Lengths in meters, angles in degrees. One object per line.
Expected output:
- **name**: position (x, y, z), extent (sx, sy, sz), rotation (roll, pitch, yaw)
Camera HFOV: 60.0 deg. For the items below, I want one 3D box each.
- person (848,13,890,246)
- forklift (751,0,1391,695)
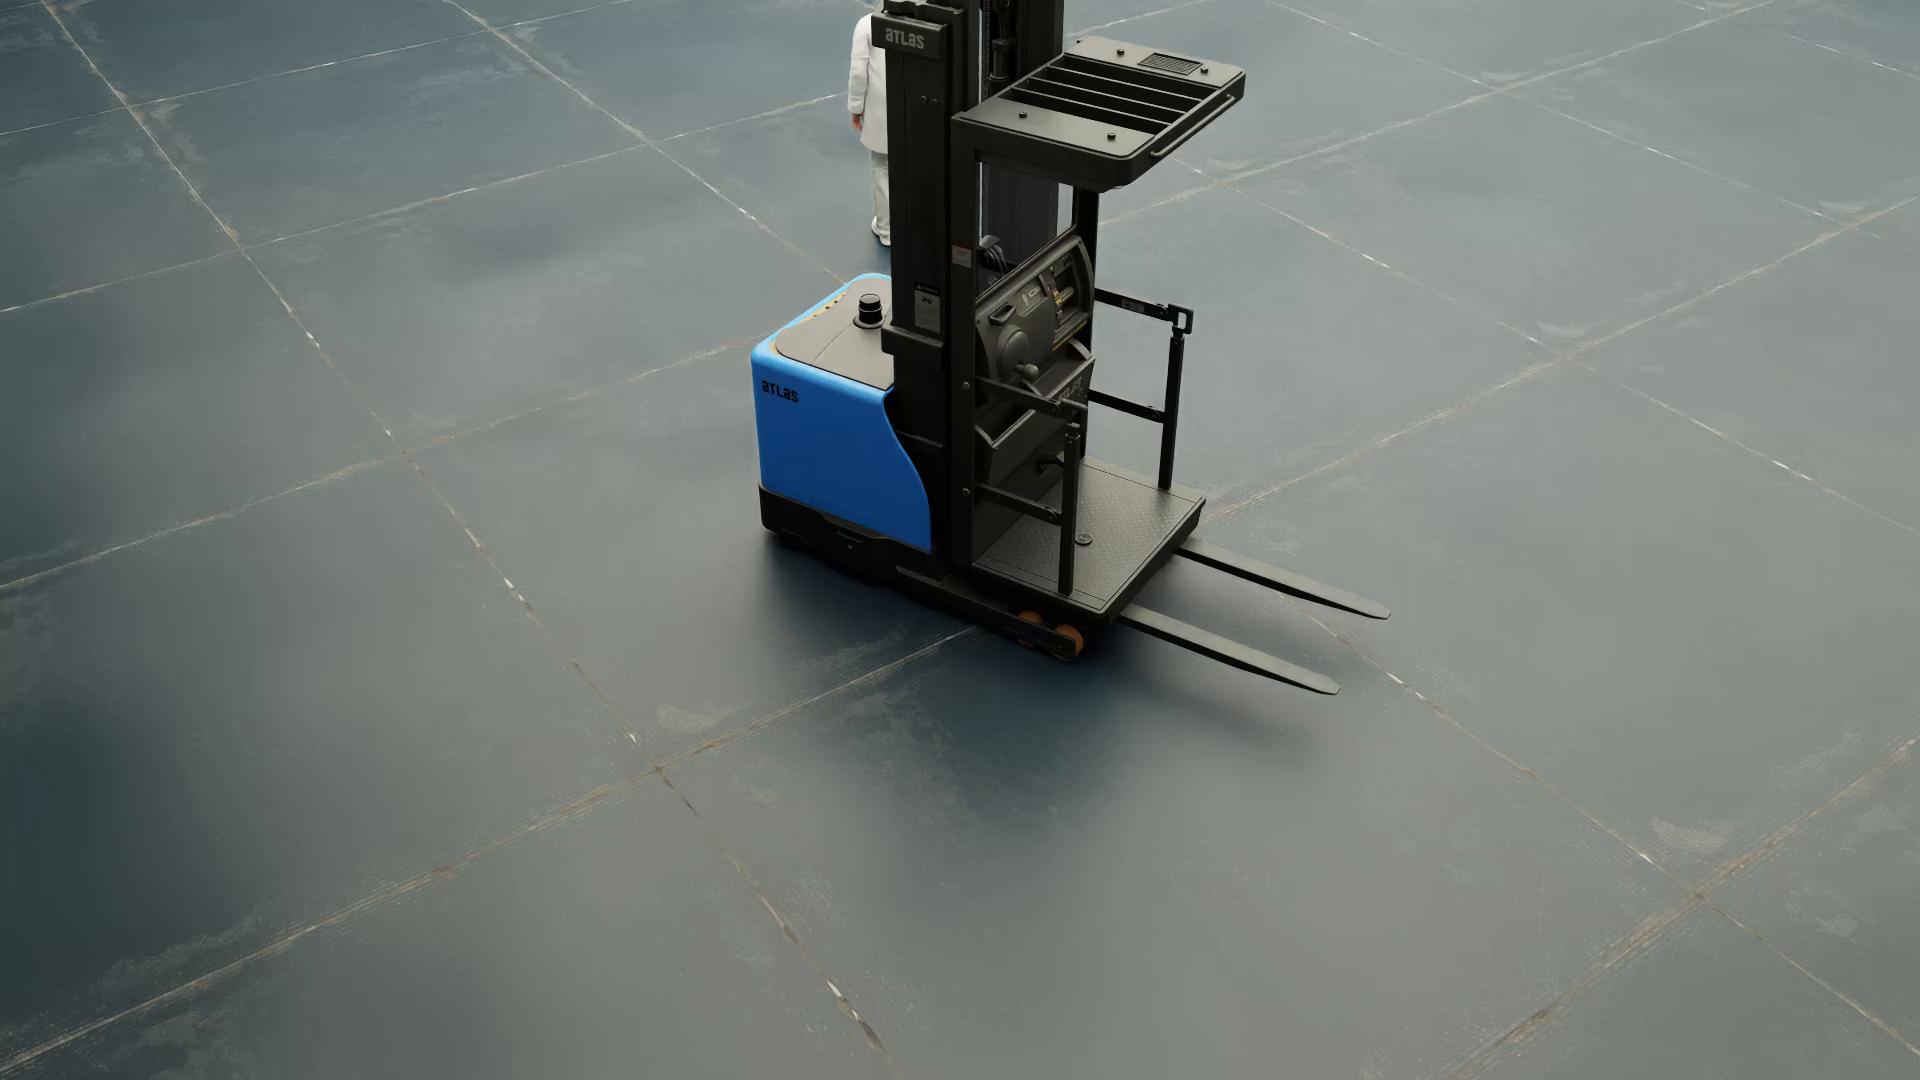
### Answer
- **person**: position (-0.389, -2.755, 10.644), extent (0.655, 1.774, 0.422), rotation (-4, 37, -5)
- **forklift**: position (0.514, -0.985, 7.276), extent (3.031, 2.935, 1.130), rotation (21, 41, 26)
